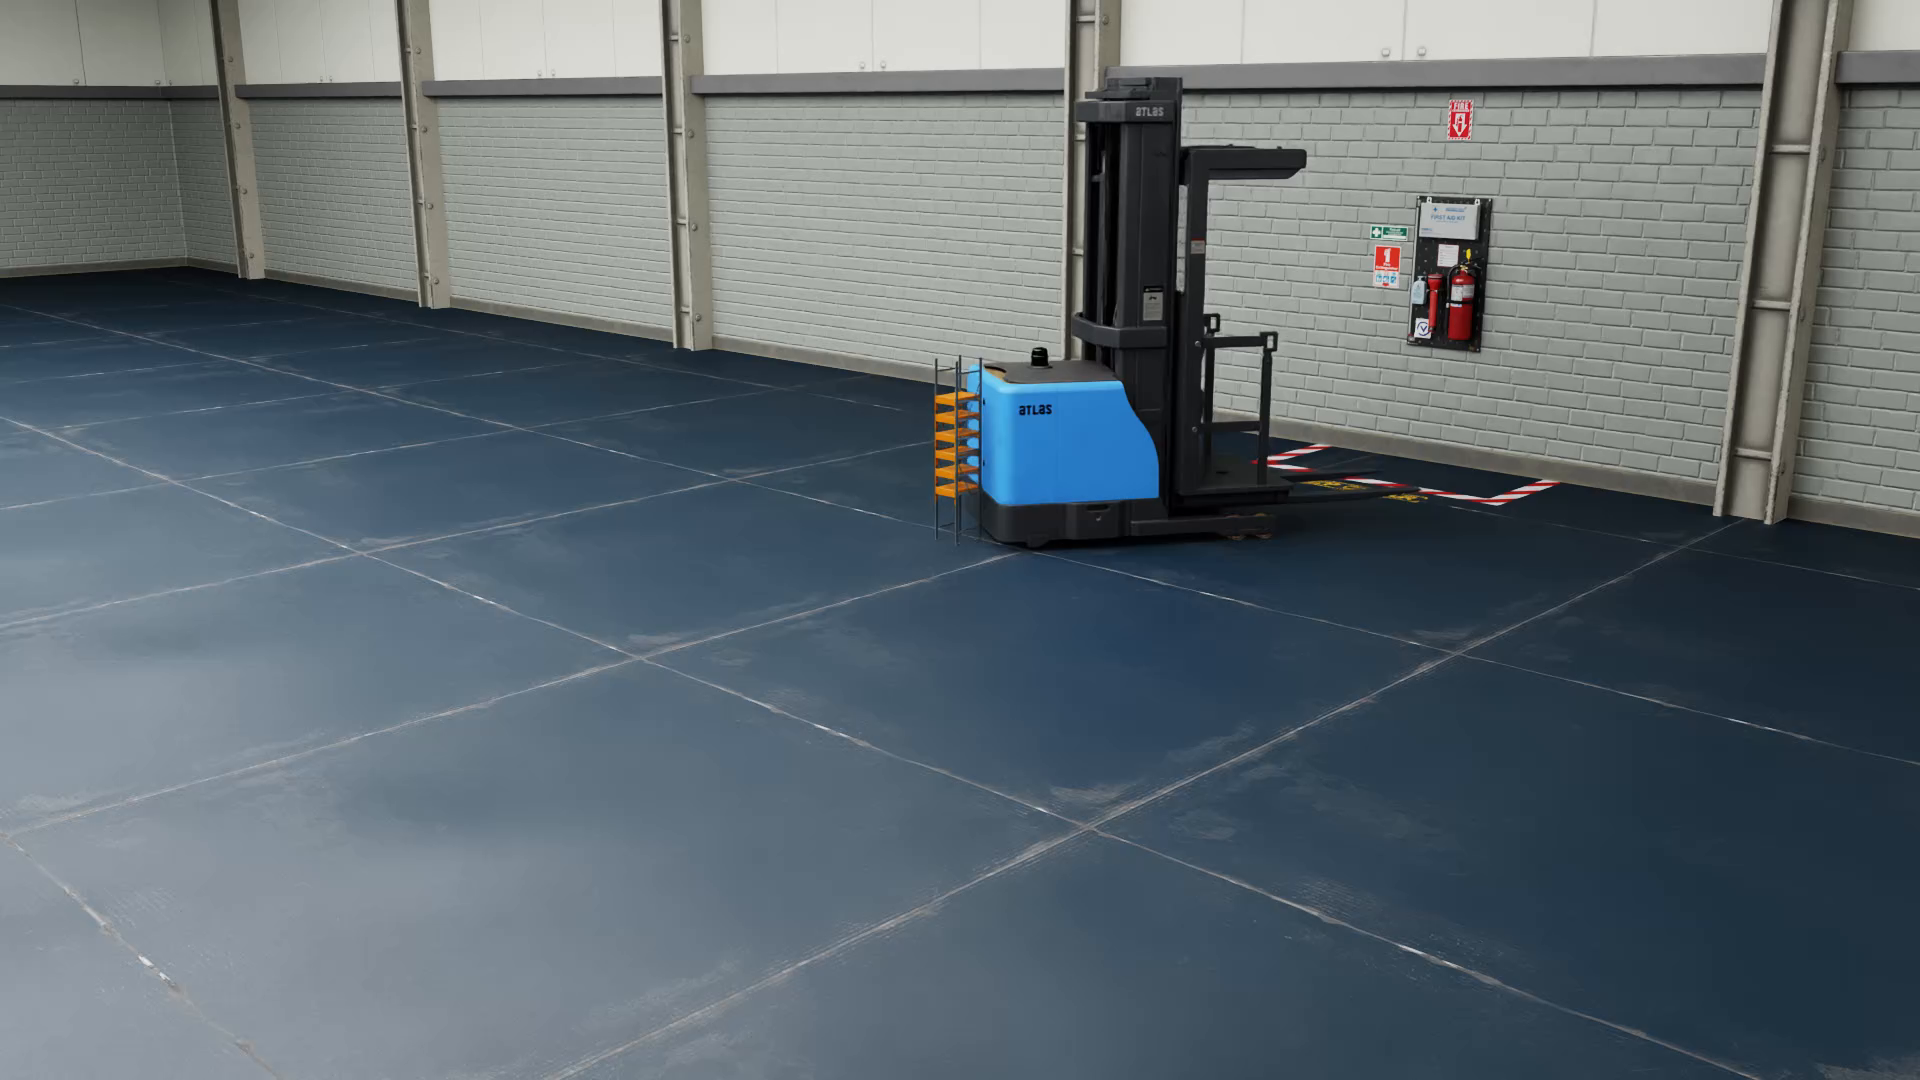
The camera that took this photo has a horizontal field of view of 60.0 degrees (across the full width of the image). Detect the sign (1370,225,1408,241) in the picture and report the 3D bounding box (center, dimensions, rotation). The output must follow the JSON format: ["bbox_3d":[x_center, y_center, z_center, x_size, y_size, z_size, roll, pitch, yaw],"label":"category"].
[{"bbox_3d":[3.416,-2.445,13.244,0.331,0.109,0.001,14,20,42],"label":"sign"}]

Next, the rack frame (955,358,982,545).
[{"bbox_3d":[0.055,-0.567,10.729,0.006,1.200,0.240,14,20,42],"label":"rack frame"}]

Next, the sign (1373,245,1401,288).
[{"bbox_3d":[3.419,-2.191,13.320,0.234,0.329,0.001,14,20,42],"label":"sign"}]

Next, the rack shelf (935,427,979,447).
[{"bbox_3d":[-0.011,-0.656,10.771,0.180,0.103,0.258,14,20,42],"label":"rack shelf"}]

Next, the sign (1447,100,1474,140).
[{"bbox_3d":[3.809,-3.199,12.664,0.199,0.298,0.001,14,20,42],"label":"sign"}]

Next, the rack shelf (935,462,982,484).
[{"bbox_3d":[-0.011,-0.424,10.832,0.180,0.103,0.258,14,20,42],"label":"rack shelf"}]

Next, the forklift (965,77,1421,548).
[{"bbox_3d":[1.608,-1.543,11.039,3.031,2.935,1.130,-3,15,-13],"label":"forklift"}]

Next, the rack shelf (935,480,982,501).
[{"bbox_3d":[-0.011,-0.308,10.862,0.180,0.103,0.258,14,20,42],"label":"rack shelf"}]

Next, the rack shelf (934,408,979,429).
[{"bbox_3d":[-0.011,-0.772,10.741,0.180,0.103,0.258,14,20,42],"label":"rack shelf"}]

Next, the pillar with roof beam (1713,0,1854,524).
[{"bbox_3d":[2.510,-3.740,7.440,0.400,9.000,9.100,14,20,42],"label":"pillar with roof beam"}]

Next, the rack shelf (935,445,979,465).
[{"bbox_3d":[-0.011,-0.540,10.802,0.180,0.103,0.258,14,20,42],"label":"rack shelf"}]

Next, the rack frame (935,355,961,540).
[{"bbox_3d":[-0.077,-0.599,10.852,0.006,1.200,0.240,14,20,42],"label":"rack frame"}]

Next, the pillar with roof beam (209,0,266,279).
[{"bbox_3d":[-14.767,-7.941,23.560,0.400,9.000,9.100,14,20,42],"label":"pillar with roof beam"}]

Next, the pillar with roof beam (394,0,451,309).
[{"bbox_3d":[-10.448,-6.890,19.530,0.400,9.000,9.100,14,20,42],"label":"pillar with roof beam"}]

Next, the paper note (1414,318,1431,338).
[{"bbox_3d":[3.666,-1.675,13.160,0.142,0.148,0.016,14,20,42],"label":"paper note"}]

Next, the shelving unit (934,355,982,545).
[{"bbox_3d":[-0.011,-0.583,10.790,0.189,1.200,0.258,14,20,42],"label":"shelving unit"}]

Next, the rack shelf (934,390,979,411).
[{"bbox_3d":[-0.010,-0.889,10.711,0.180,0.103,0.258,14,20,42],"label":"rack shelf"}]

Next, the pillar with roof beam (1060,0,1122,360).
[{"bbox_3d":[-1.809,-4.790,11.470,0.400,9.000,9.100,14,20,42],"label":"pillar with roof beam"}]

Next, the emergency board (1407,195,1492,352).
[{"bbox_3d":[3.746,-2.058,12.882,0.643,1.169,0.194,14,20,42],"label":"emergency board"}]

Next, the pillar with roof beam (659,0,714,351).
[{"bbox_3d":[-6.128,-5.840,15.500,0.400,9.000,9.100,14,20,42],"label":"pillar with roof beam"}]
